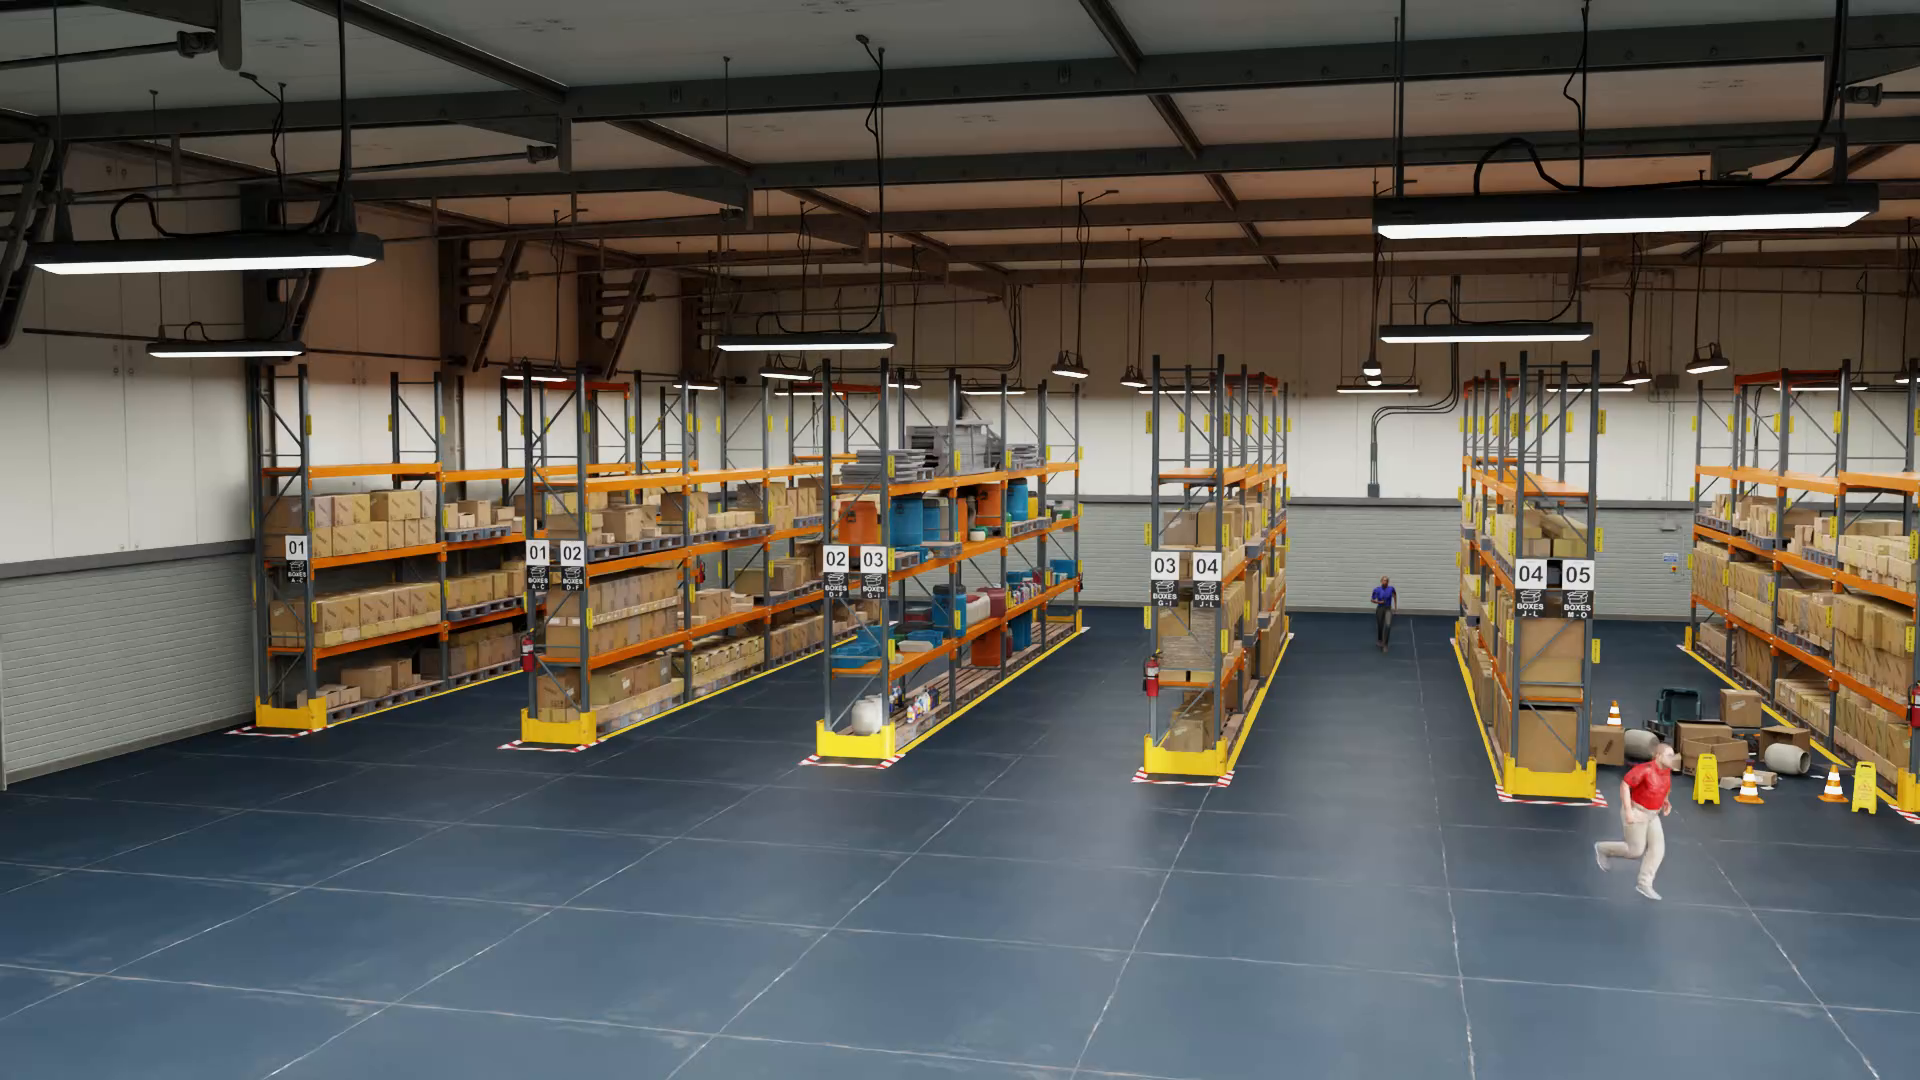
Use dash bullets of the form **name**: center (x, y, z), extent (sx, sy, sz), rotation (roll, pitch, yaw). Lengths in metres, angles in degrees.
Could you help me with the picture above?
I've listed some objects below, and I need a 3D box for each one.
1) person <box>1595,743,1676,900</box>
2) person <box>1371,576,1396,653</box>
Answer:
- **person**: center (7.261, 2.971, 17.867), extent (0.664, 1.686, 0.884), rotation (-3, 5, -37)
- **person**: center (9.437, 1.633, 37.050), extent (0.600, 1.693, 0.918), rotation (0, 4, 3)
